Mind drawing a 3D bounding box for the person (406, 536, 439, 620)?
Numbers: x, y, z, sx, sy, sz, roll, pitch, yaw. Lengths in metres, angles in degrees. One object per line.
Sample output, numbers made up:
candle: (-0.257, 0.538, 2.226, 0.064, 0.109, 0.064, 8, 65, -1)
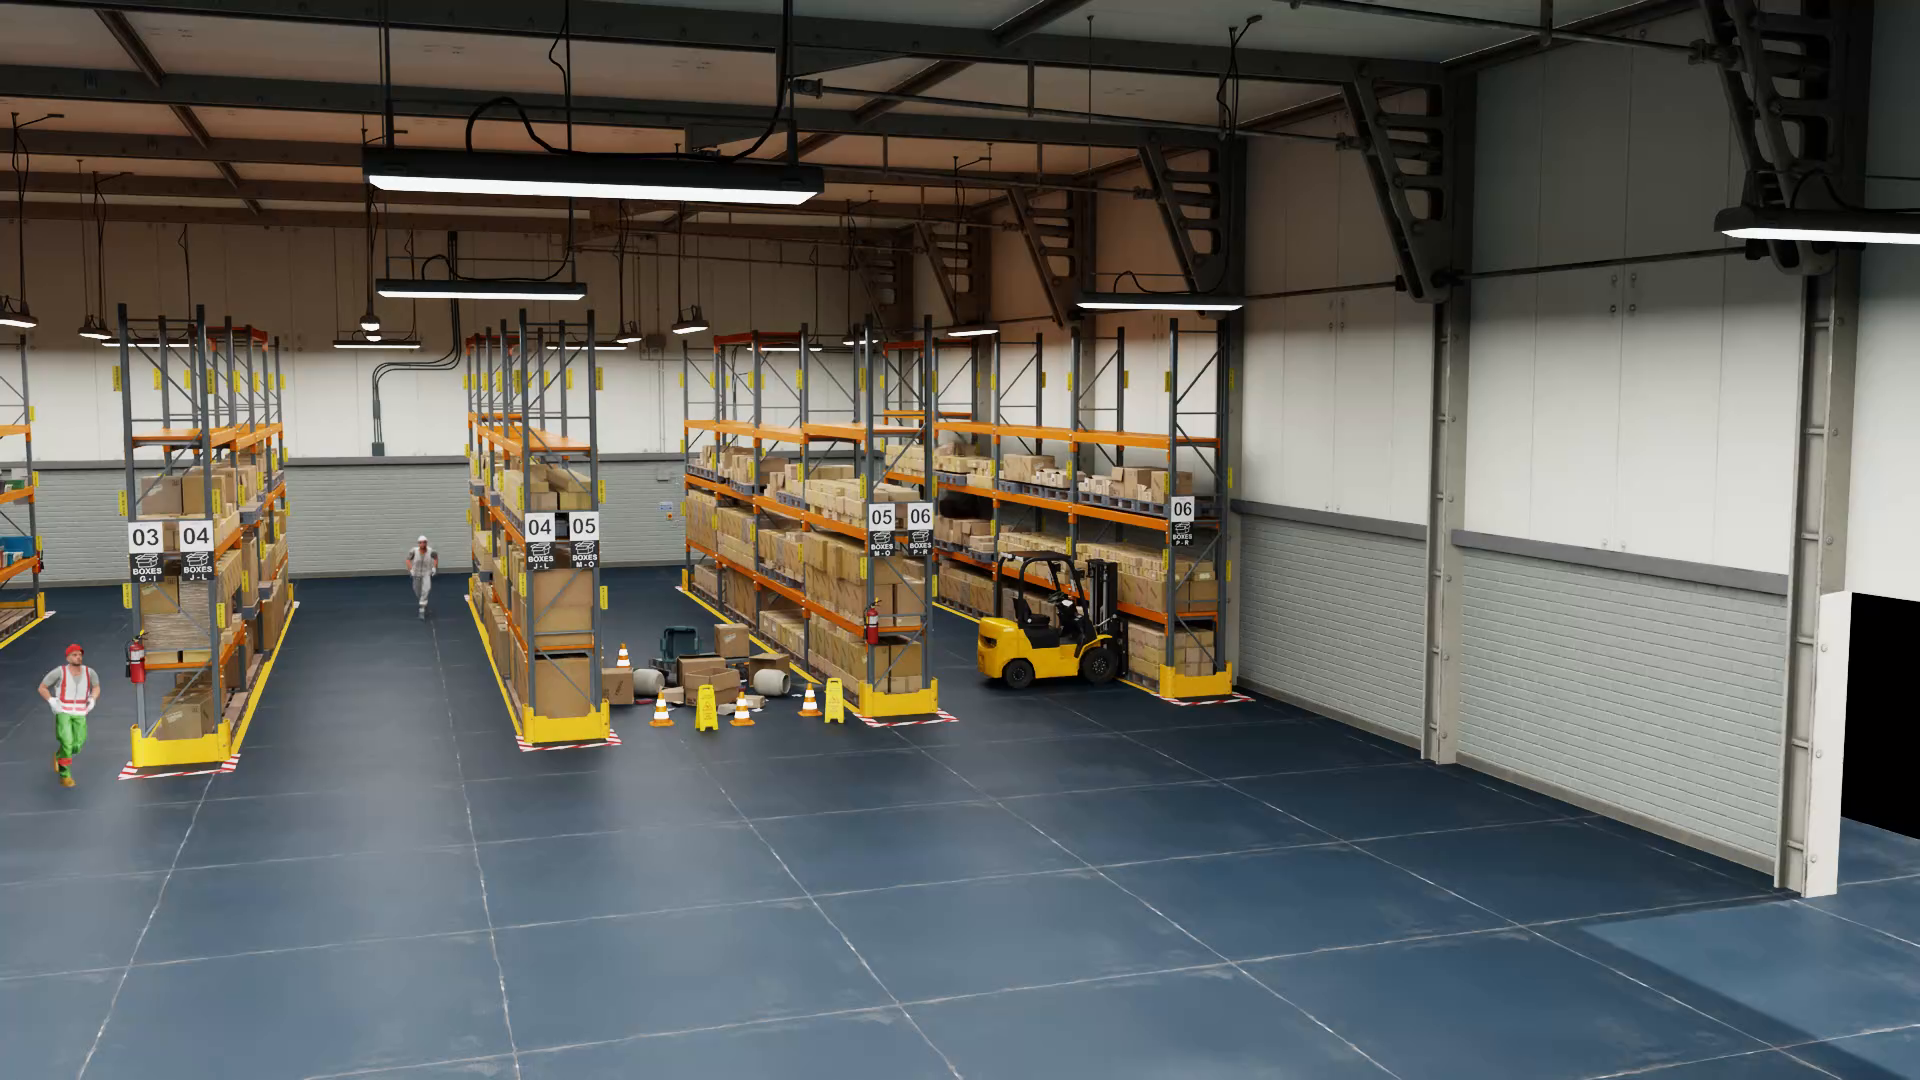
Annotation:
person: (-11.484, 0.773, 35.550, 0.659, 1.772, 1.049, -1, 6, -14)

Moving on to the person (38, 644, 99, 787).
person: (-11.175, 2.172, 20.903, 0.701, 1.739, 0.708, -5, 8, -45)
